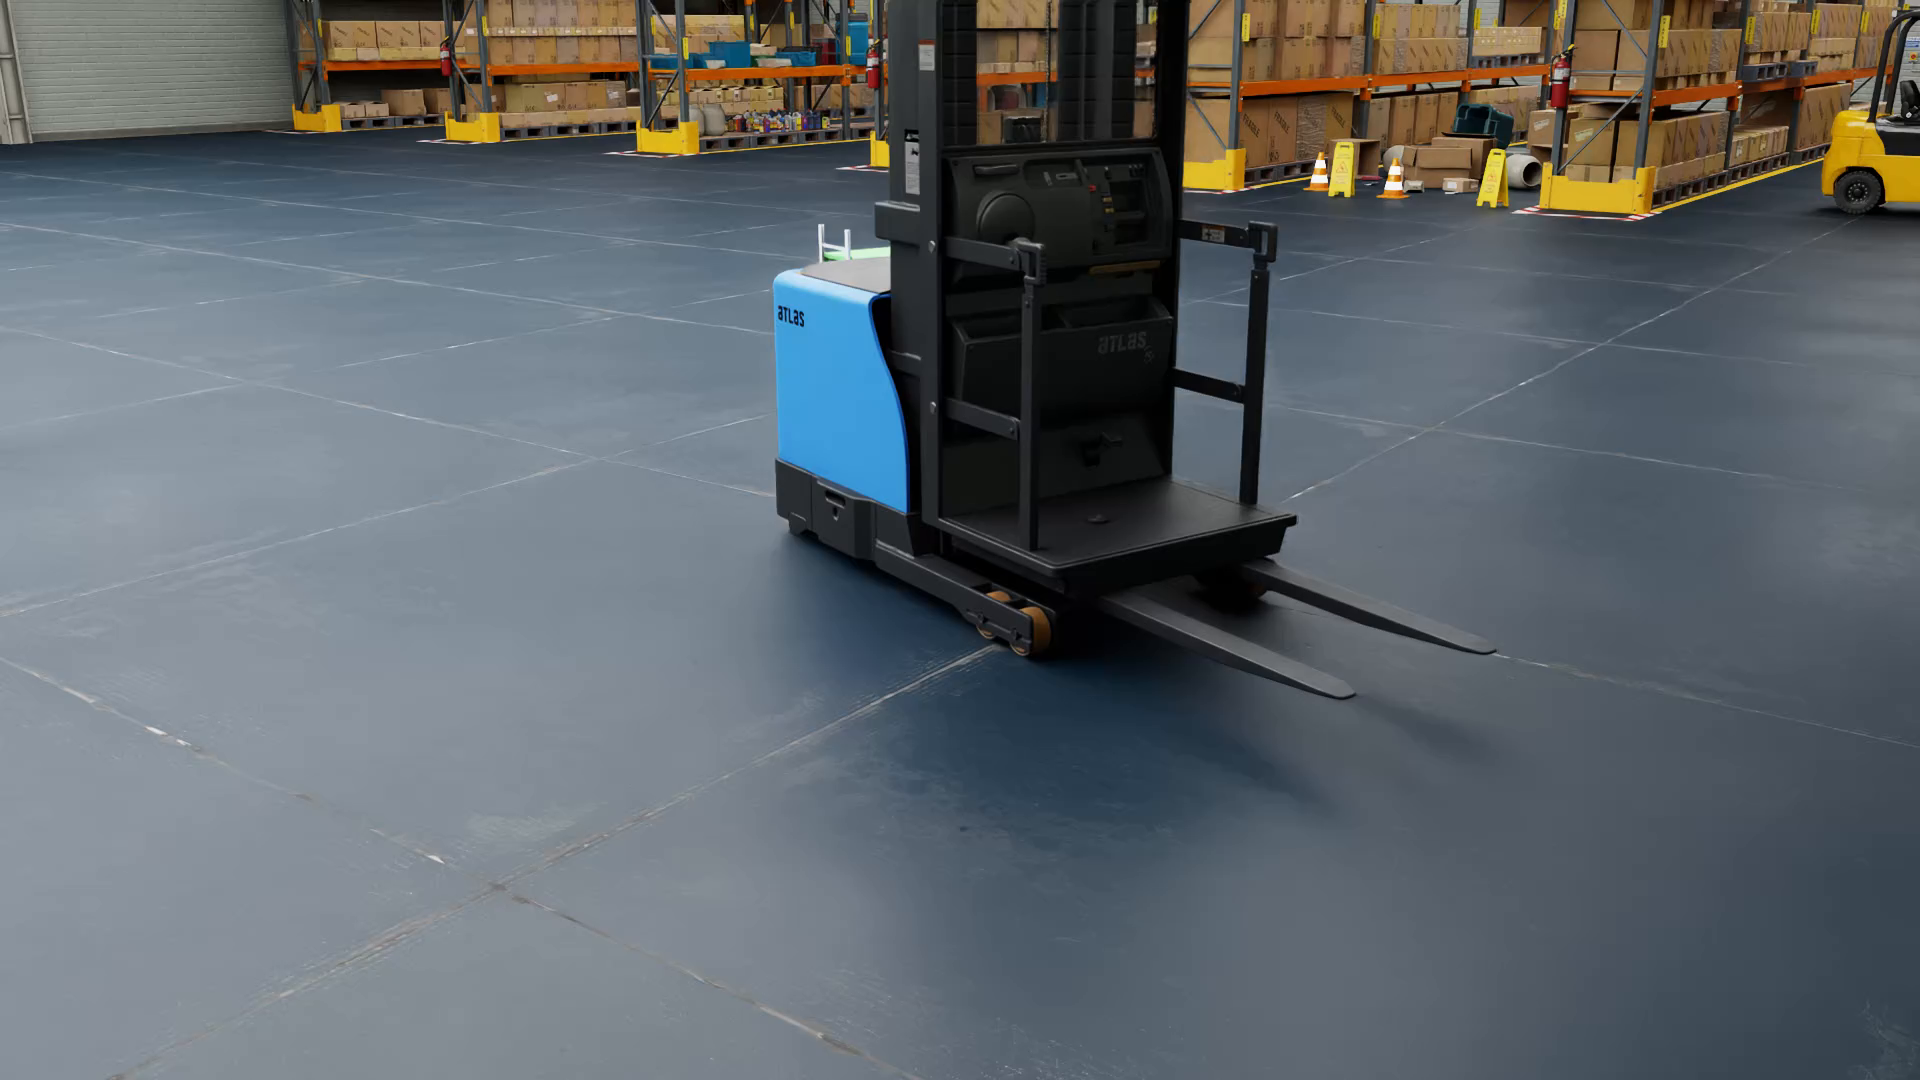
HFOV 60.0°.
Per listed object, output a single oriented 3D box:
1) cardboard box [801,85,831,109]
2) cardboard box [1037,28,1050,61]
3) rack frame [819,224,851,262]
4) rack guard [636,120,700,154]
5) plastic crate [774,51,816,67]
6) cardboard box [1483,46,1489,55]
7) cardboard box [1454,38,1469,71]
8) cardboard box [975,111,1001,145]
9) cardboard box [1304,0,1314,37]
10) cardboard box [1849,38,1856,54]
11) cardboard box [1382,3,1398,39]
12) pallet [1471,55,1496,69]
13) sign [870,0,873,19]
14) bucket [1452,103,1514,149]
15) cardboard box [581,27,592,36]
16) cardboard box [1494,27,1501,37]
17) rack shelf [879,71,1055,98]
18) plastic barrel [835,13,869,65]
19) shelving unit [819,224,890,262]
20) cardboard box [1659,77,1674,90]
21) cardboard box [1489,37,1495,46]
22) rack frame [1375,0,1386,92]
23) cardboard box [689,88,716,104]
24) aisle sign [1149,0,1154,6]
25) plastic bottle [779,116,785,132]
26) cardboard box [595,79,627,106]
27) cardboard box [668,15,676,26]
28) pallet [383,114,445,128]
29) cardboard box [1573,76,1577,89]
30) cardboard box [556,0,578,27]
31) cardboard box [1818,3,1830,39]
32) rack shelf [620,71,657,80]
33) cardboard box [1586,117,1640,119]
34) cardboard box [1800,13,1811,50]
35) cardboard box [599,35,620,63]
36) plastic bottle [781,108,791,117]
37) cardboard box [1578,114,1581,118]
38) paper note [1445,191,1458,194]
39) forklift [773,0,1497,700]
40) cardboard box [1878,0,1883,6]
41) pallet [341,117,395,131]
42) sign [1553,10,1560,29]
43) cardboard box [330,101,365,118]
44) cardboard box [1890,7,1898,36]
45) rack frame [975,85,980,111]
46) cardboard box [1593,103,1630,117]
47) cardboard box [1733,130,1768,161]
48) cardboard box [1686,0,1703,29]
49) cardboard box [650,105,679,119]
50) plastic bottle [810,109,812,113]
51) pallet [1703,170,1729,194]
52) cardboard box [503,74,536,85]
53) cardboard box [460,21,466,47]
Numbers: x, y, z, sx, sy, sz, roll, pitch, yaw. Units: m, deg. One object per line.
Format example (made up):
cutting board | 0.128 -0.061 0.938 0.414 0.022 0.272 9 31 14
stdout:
cardboard box | -3.200 -9.762 36.646 0.500 0.500 0.500 12 21 33
cardboard box | 0.918 -7.839 26.309 0.875 0.500 0.500 12 21 35
rack frame | -0.526 -0.739 7.149 0.015 1.200 0.240 -11 21 -33
rack guard | -4.792 -6.613 27.248 1.175 0.500 0.348 12 21 35
plastic crate | -2.857 -8.351 28.878 0.499 0.251 0.616 12 21 35
cardboard box | 8.617 -8.190 27.826 0.380 0.149 0.250 14 22 37
cardboard box | 7.815 -7.803 26.696 0.500 0.500 0.500 12 21 35
cardboard box | 0.281 -6.352 25.699 0.500 0.500 0.500 15 23 40
cardboard box | 4.261 -7.080 22.461 0.875 0.550 0.500 12 21 35
cardboard box | 14.220 -8.032 27.010 0.500 0.250 0.500 12 21 35
cardboard box | 6.081 -7.725 24.758 0.700 0.500 0.500 12 21 34
pallet | 8.207 -8.007 27.845 1.213 0.211 1.003 12 21 35
sign | -1.255 -7.712 24.086 0.100 0.325 0.005 12 21 35
bucket | 7.255 -5.680 22.985 0.620 0.611 0.726 0 14 -35
cardboard box | -7.140 -9.562 31.267 0.380 0.149 0.250 13 22 36
cardboard box | 8.925 -8.601 28.145 0.380 0.149 0.250 14 22 37
rack shelf | 0.370 -7.038 25.614 1.077 0.370 4.000 12 21 35
plastic barrel | -1.943 -9.011 29.909 0.600 0.901 0.708 12 21 35
shelving unit | -0.325 -0.779 7.281 0.503 1.200 0.258 -11 21 -33
cardboard box | 7.868 -5.190 18.873 0.380 0.149 0.250 12 21 33
cardboard box | 8.784 -8.402 28.006 0.380 0.149 0.250 13 21 35
rack frame | 8.712 -10.716 36.245 1.000 3.000 0.127 12 21 35
cardboard box | -5.336 -9.061 33.897 0.500 0.311 0.500 12 21 33
aisle sign | 4.538 -12.903 38.902 0.394 0.787 0.004 12 21 35
plastic bottle | -3.084 -7.218 28.839 0.097 0.271 0.097 0 17 0
cardboard box | -6.920 -8.800 32.738 0.500 0.500 0.500 12 21 35
cardboard box | -6.897 -12.305 39.392 0.500 0.250 0.500 13 21 35
pallet | -11.471 -8.694 34.436 1.003 0.211 1.213 12 21 35
cardboard box | 7.250 -5.241 19.038 0.380 0.149 0.250 12 21 34
cardboard box | -7.548 -9.811 30.975 0.700 0.500 0.500 12 21 35
cardboard box | 12.682 -7.779 24.932 0.500 0.500 0.500 13 21 35
rack shelf | -5.200 -9.742 34.322 1.077 0.370 4.000 12 21 35
cardboard box | 7.713 -4.762 19.734 0.500 0.500 0.500 13 22 37
cardboard box | 11.856 -7.293 23.842 0.500 0.500 0.500 12 21 33
cardboard box | -6.960 -9.424 31.914 0.700 0.500 0.500 12 21 34
plastic bottle | -3.115 -7.534 29.722 0.144 0.351 0.185 12 21 35
cardboard box | 11.773 -8.171 32.148 0.380 0.149 0.250 13 21 36
paper note | 6.102 -4.313 20.632 0.148 0.019 0.142 5 18 16
forklift | 0.484 -1.173 5.628 1.130 2.935 3.031 -11 21 -33
cardboard box | 15.606 -9.236 28.531 0.380 0.149 0.250 12 21 35
pallet | -12.198 -8.405 33.504 1.003 0.211 1.213 12 21 35
sign | 10.699 -9.319 29.792 0.100 0.325 0.005 12 21 35
cardboard box | -12.271 -8.606 33.242 0.500 0.311 0.500 10 20 29
cardboard box | 16.287 -9.204 29.520 0.500 0.500 0.500 13 21 35
rack frame | -0.033 -9.686 32.928 1.000 3.000 0.127 12 21 35
cardboard box | 7.722 -5.105 19.746 0.380 0.149 0.250 13 21 36
cardboard box | 10.670 -5.516 23.221 0.950 0.372 0.625 13 22 36
cardboard box | 8.762 -6.590 20.602 0.700 0.500 0.500 13 21 35
cardboard box | -5.953 -8.549 33.195 0.500 0.250 0.500 12 21 33
plastic bottle | -2.684 -7.500 29.611 0.144 0.351 0.185 12 21 35
pallet | 9.149 -4.609 21.281 1.003 0.211 1.213 12 21 35
cardboard box | -9.688 -10.142 36.605 0.500 0.250 0.500 12 21 34
cardboard box | -10.406 -10.613 34.867 0.500 0.500 0.500 12 21 35
